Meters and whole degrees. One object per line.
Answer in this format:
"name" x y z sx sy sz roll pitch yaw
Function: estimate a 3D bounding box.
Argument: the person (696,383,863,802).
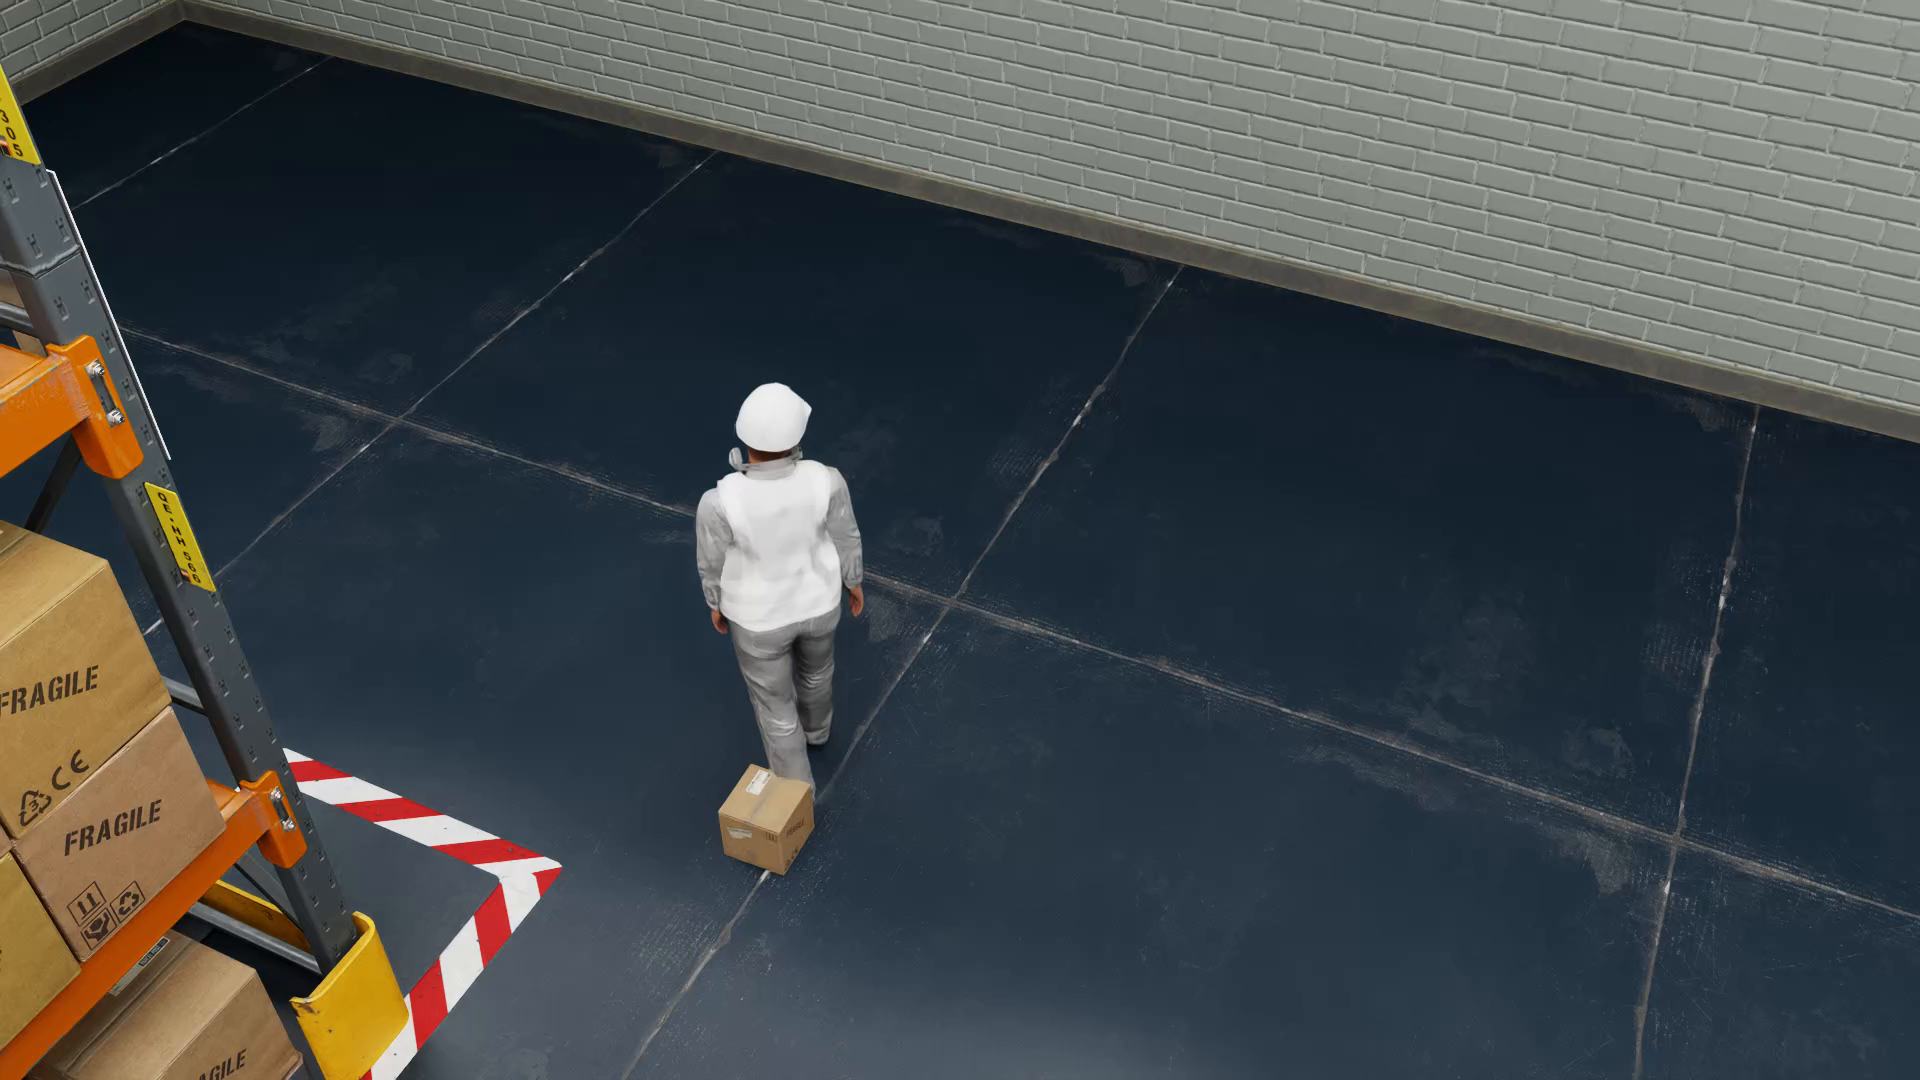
"person" -0.633 0.192 5.910 0.578 1.772 0.617 -18 45 -19
